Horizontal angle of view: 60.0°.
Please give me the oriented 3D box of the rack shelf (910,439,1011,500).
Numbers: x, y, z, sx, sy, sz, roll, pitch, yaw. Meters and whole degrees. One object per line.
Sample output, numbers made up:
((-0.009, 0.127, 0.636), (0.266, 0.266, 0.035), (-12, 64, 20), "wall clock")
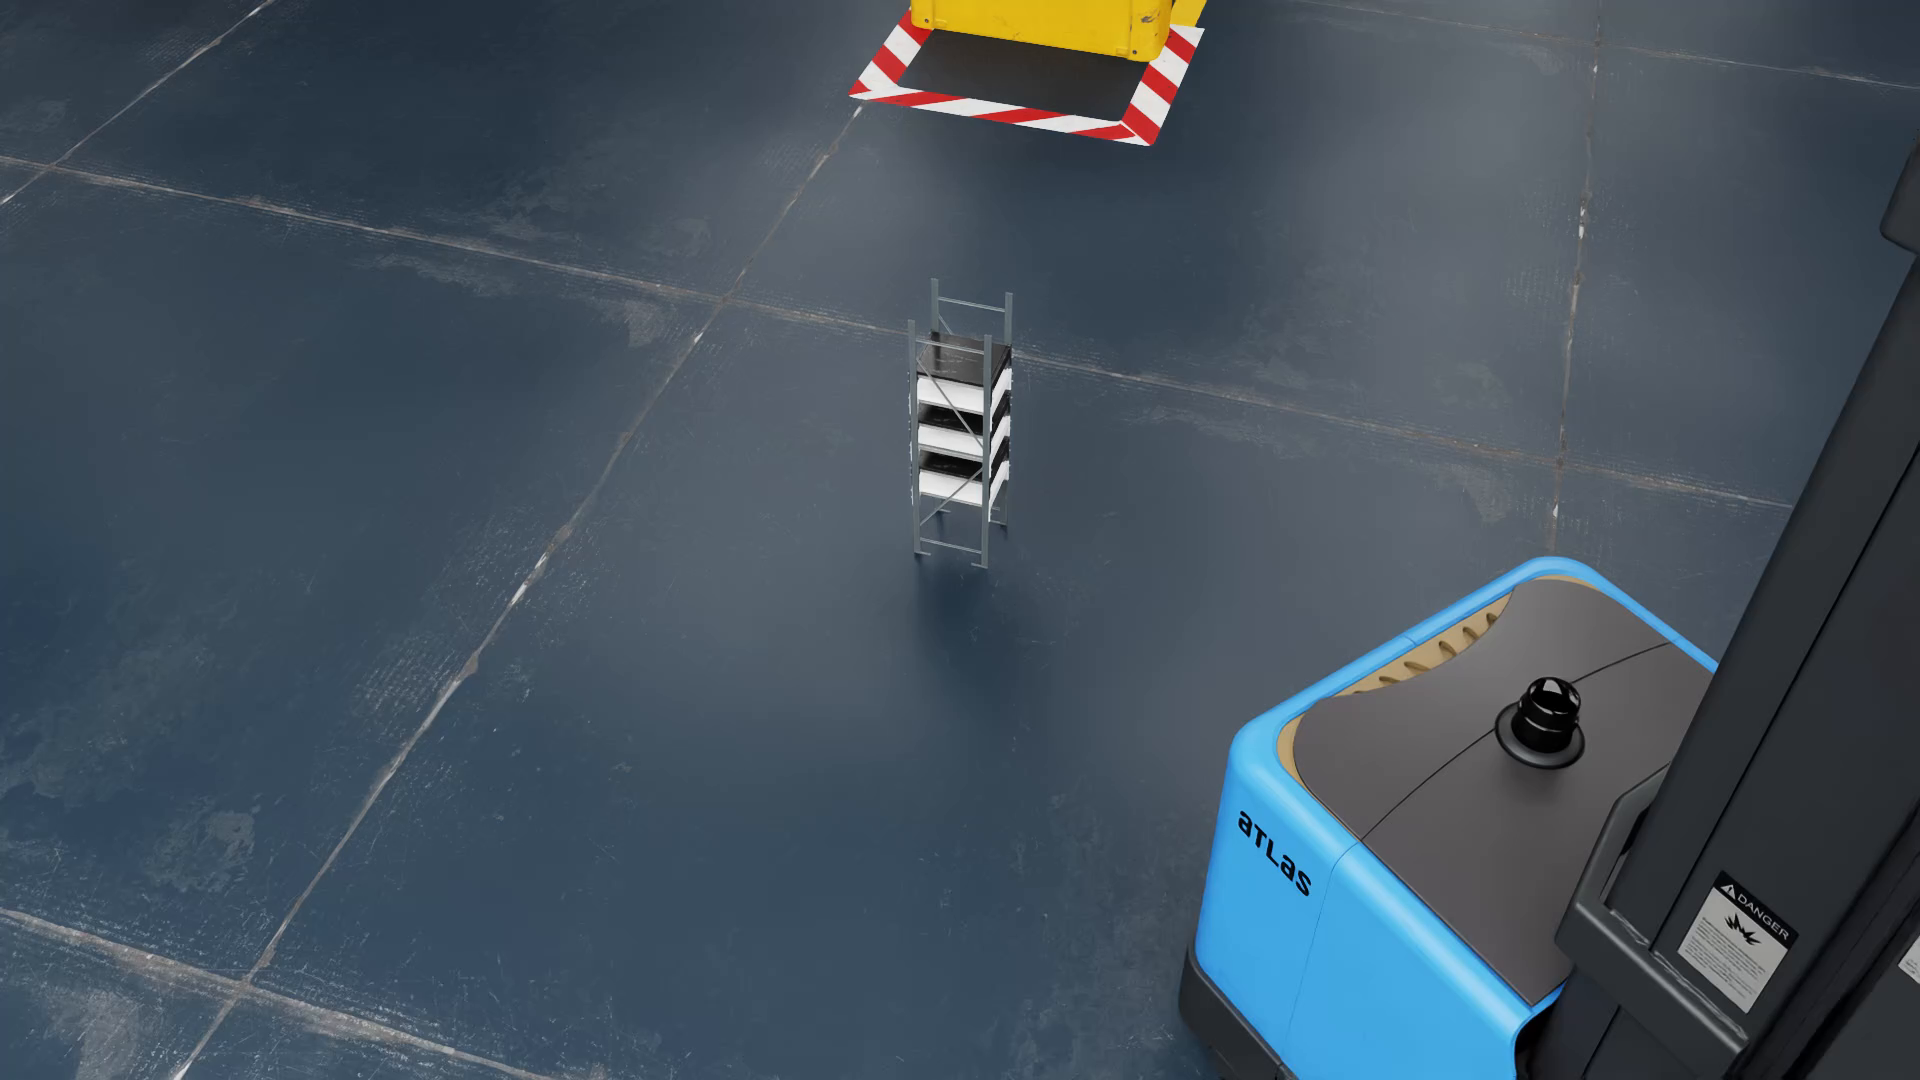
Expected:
((0.002, -0.239, 5.027), (0.258, 0.077, 0.200), (13, 46, 12), "rack shelf")

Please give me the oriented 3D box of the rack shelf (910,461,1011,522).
((0.002, -0.175, 5.090), (0.258, 0.077, 0.200), (13, 46, 12), "rack shelf")

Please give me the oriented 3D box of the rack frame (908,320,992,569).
((-0.028, -0.259, 4.872), (0.240, 0.900, 0.006), (13, 46, 12), "rack frame")

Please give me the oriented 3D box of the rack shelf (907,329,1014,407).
((0.002, -0.496, 4.775), (0.258, 0.077, 0.200), (13, 46, 12), "rack shelf")

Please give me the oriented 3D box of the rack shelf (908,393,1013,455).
((0.002, -0.368, 4.901), (0.258, 0.077, 0.200), (13, 46, 12), "rack shelf")

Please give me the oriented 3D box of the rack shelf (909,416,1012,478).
((0.002, -0.303, 4.964), (0.258, 0.077, 0.200), (13, 46, 12), "rack shelf")

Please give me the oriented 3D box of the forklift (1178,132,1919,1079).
((1.768, 0.773, 2.364), (1.130, 2.935, 3.031), (-25, 50, -24), "forklift")

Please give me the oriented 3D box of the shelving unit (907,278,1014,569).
((0.002, -0.327, 4.941), (0.258, 0.900, 0.210), (13, 46, 12), "shelving unit")

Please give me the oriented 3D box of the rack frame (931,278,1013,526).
((0.033, -0.395, 5.010), (0.240, 0.900, 0.006), (13, 46, 12), "rack frame")

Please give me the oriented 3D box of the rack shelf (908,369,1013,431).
((0.002, -0.432, 4.838), (0.258, 0.077, 0.200), (13, 46, 12), "rack shelf")

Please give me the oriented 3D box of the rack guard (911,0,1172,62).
((0.365, -2.543, 7.492), (1.175, 0.500, 0.348), (13, 46, 13), "rack guard")
